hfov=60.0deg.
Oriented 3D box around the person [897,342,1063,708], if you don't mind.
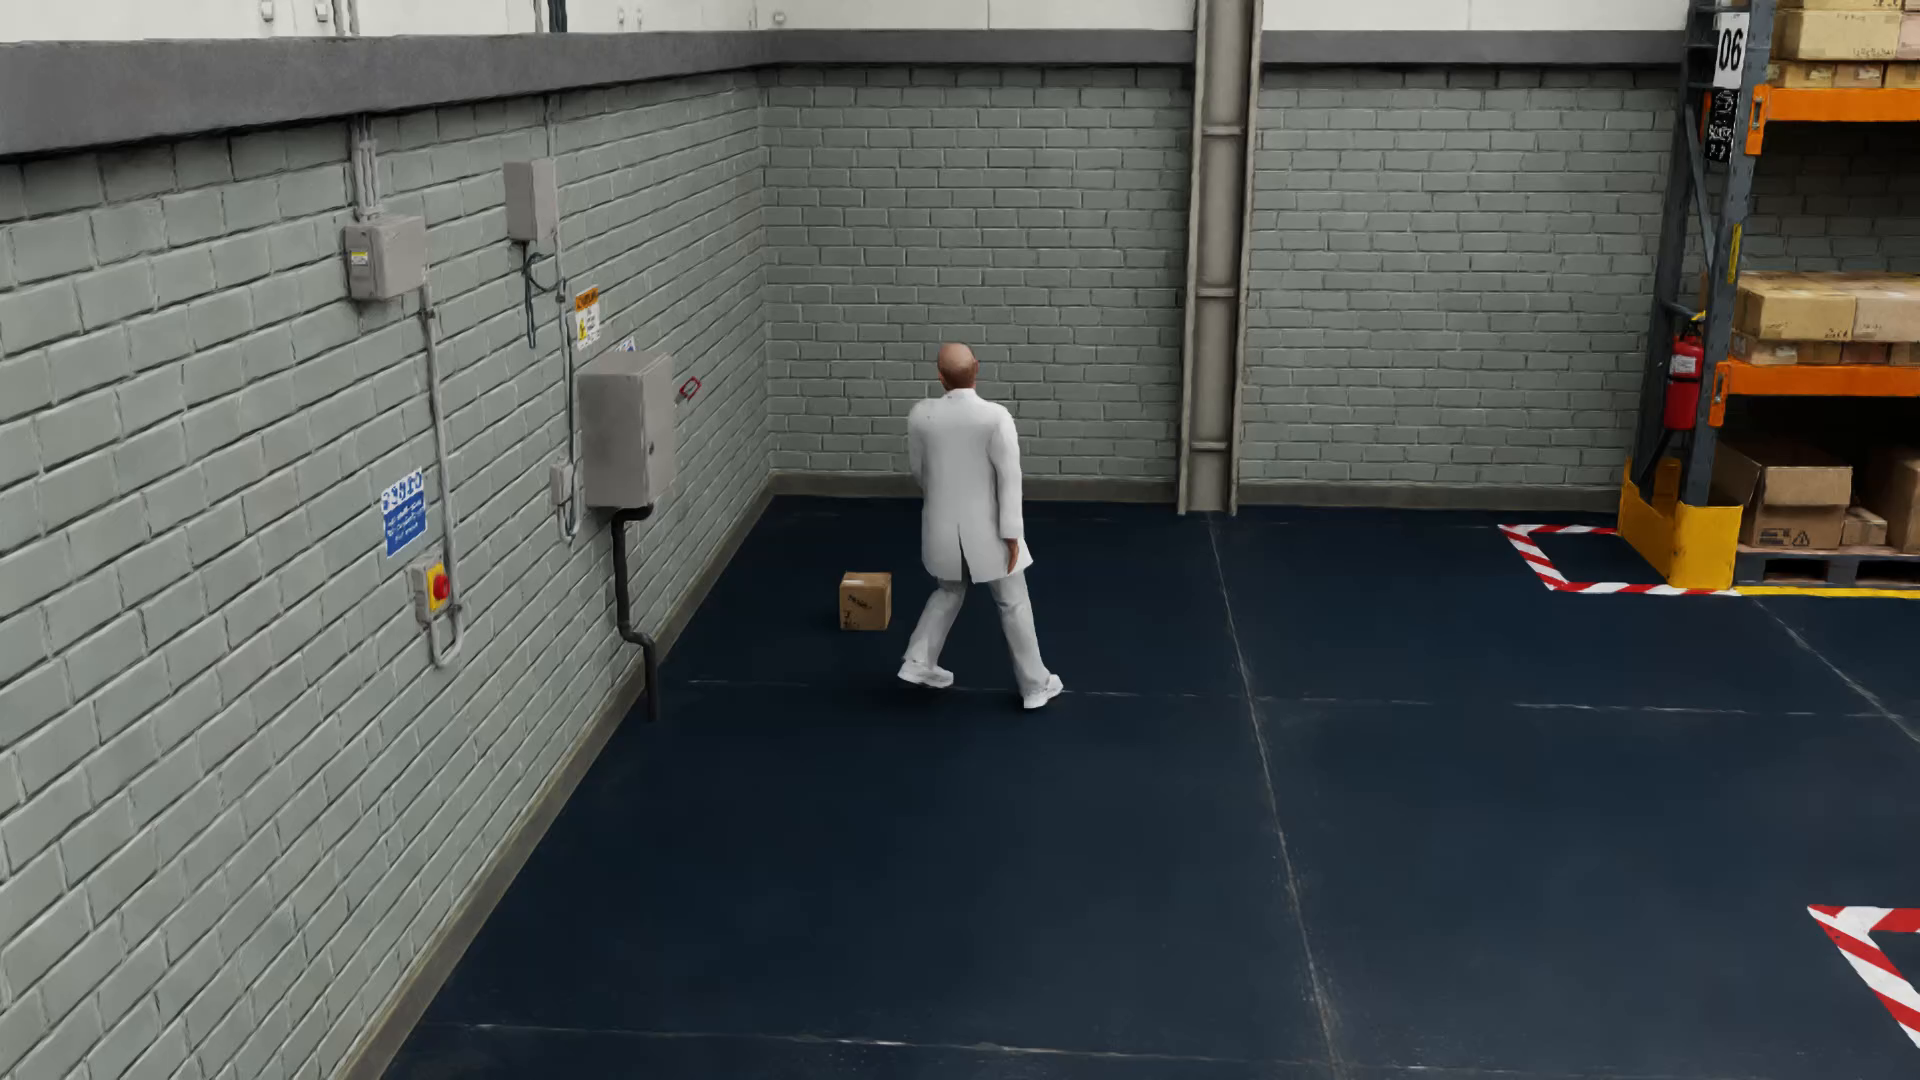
[{"bbox_3d":[0.108,-0.015,7.828,0.715,1.646,0.631,5,18,15],"label":"person"}]
